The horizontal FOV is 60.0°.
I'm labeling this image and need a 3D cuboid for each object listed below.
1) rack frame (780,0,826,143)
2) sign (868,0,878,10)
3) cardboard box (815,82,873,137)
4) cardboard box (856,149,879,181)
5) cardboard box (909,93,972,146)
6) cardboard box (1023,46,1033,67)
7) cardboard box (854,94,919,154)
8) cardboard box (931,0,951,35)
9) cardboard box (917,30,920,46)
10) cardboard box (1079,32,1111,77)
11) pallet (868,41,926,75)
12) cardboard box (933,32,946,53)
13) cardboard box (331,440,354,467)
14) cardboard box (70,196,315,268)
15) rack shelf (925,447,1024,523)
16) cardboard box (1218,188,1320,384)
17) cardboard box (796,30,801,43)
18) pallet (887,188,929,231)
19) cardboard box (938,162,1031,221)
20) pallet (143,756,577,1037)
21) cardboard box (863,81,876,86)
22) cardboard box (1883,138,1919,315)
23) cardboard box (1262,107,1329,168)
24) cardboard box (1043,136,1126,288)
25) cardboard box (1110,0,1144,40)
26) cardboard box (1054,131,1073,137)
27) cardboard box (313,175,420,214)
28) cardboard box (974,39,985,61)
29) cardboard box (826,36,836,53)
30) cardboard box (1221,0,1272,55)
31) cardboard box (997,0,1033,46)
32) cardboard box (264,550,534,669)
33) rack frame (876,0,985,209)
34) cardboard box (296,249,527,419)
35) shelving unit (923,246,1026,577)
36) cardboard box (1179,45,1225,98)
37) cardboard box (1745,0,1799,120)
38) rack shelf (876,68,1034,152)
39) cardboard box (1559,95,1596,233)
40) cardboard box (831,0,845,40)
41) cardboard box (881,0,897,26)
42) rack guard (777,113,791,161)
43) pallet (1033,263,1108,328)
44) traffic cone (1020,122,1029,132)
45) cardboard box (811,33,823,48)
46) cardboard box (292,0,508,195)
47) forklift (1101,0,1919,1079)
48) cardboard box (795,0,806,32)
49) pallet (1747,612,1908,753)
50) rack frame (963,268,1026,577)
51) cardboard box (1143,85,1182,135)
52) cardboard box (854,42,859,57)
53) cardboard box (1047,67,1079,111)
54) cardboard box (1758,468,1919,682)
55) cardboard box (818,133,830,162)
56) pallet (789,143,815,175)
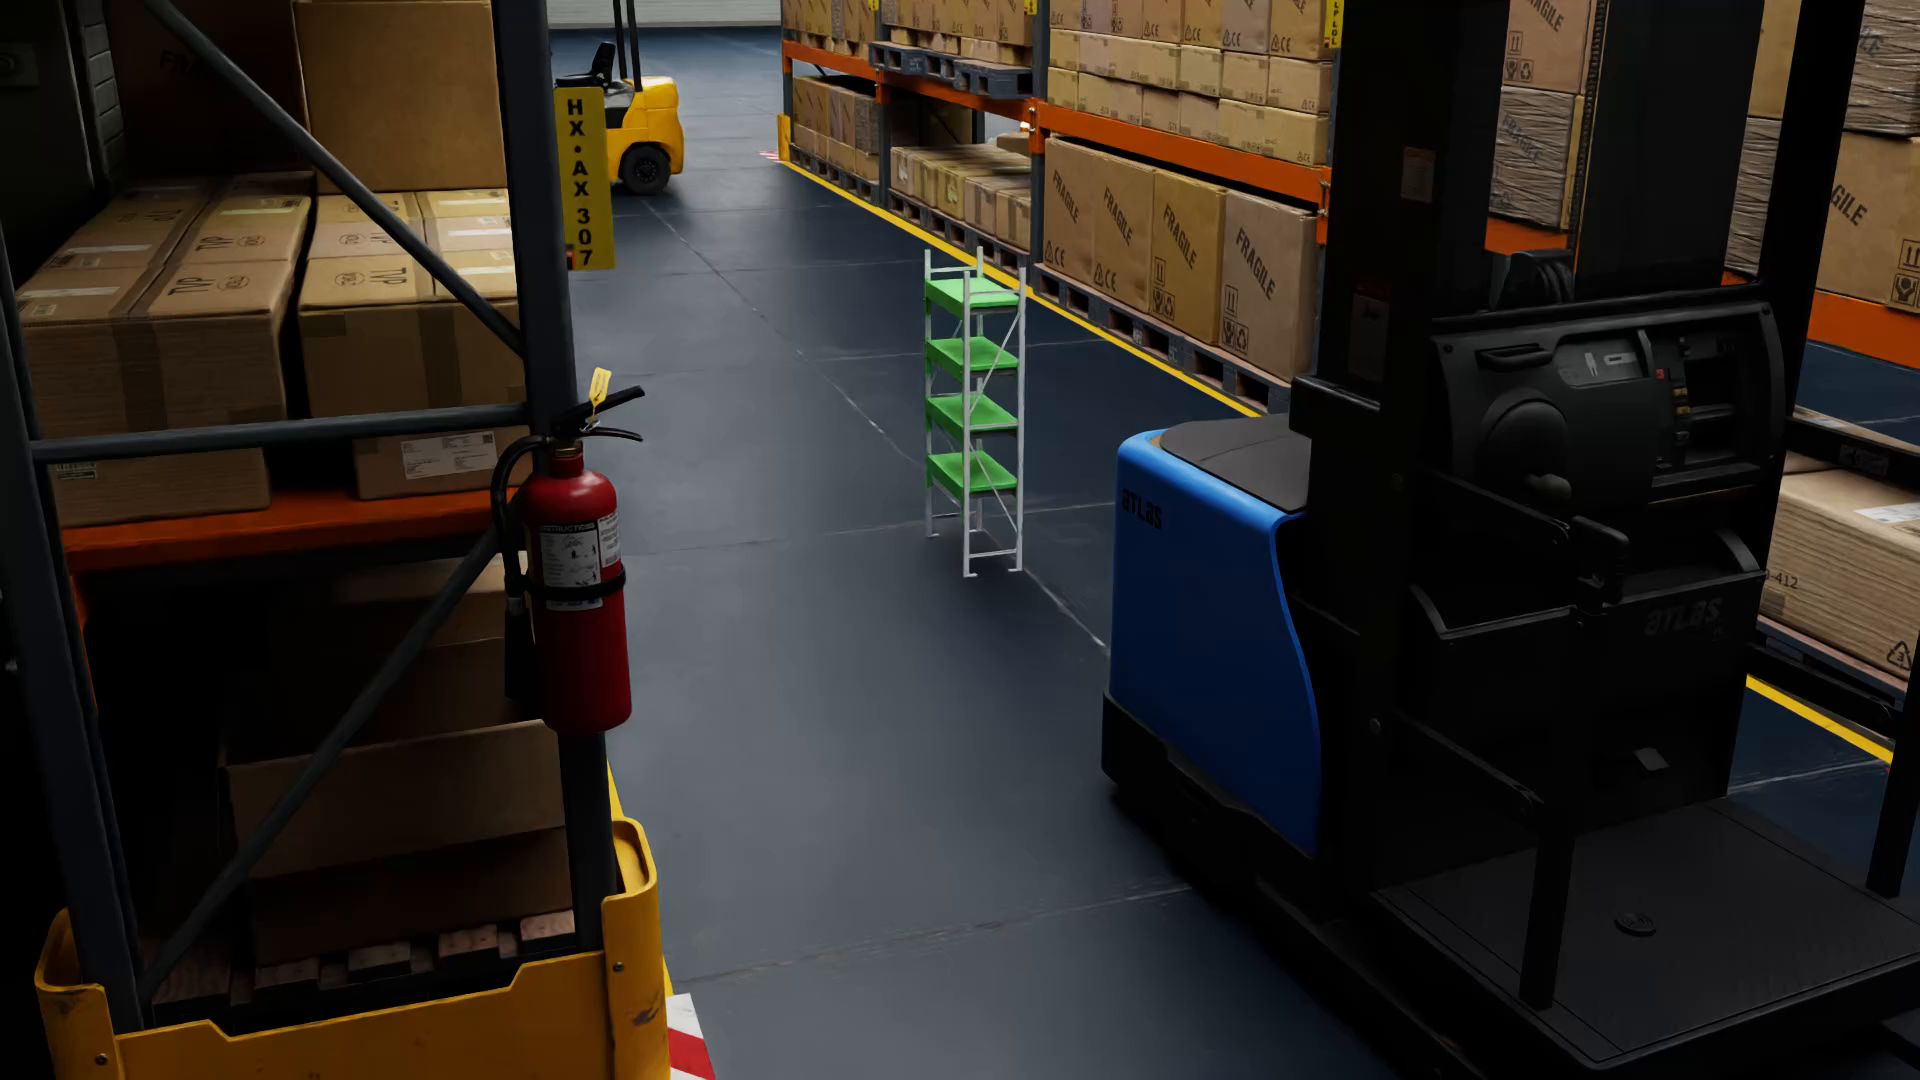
[{"bbox_3d":[-1.519,-5.850,18.767,1.000,3.000,0.127,-6,21,-17],"label":"rack frame"},{"bbox_3d":[-0.774,-4.914,14.880,0.100,0.325,0.005,-6,21,-17],"label":"sign"},{"bbox_3d":[-1.202,-4.482,17.294,0.500,0.500,0.500,-6,21,-16],"label":"cardboard box"},{"bbox_3d":[-0.703,-3.631,16.036,0.500,0.250,0.500,-5,20,-15],"label":"cardboard box"},{"bbox_3d":[-0.191,-4.041,16.067,0.500,0.500,0.500,-5,20,-15],"label":"cardboard box"},{"bbox_3d":[0.669,-3.443,11.814,0.380,0.149,0.250,-6,21,-15],"label":"cardboard box"},{"bbox_3d":[-0.702,-3.985,15.910,0.500,0.500,0.500,-7,21,-18],"label":"cardboard box"},{"bbox_3d":[0.085,-4.286,13.202,0.500,0.500,0.500,-7,21,-19],"label":"cardboard box"},{"bbox_3d":[-0.156,-4.271,14.121,0.380,0.149,0.250,-5,20,-14],"label":"cardboard box"},{"bbox_3d":[1.082,-3.093,10.572,0.500,0.250,0.500,-6,21,-16],"label":"cardboard box"},{"bbox_3d":[-0.160,-4.216,14.500,1.003,0.211,1.213,-6,21,-17],"label":"pallet"},{"bbox_3d":[-0.005,-4.014,13.405,0.380,0.149,0.250,-6,20,-15],"label":"cardboard box"},{"bbox_3d":[-1.168,-0.280,3.631,0.380,0.149,0.250,-6,21,-16],"label":"cardboard box"},{"bbox_3d":[-1.910,-0.701,4.213,0.500,0.250,0.500,-6,21,-15],"label":"cardboard box"},{"bbox_3d":[0.052,-0.226,6.669,0.258,0.148,0.480,-6,21,-17],"label":"rack shelf"},{"bbox_3d":[1.982,-1.388,8.864,0.875,0.875,0.875,-6,21,-16],"label":"cardboard box"},{"bbox_3d":[-1.609,-5.601,18.445,0.380,0.149,0.250,-6,21,-17],"label":"cardboard box"},{"bbox_3d":[-0.016,-3.005,14.969,1.003,0.211,1.213,-6,21,-17],"label":"pallet"},{"bbox_3d":[0.355,-2.906,13.837,0.950,0.372,0.625,-6,21,-15],"label":"cardboard box"},{"bbox_3d":[-1.476,0.845,4.252,1.003,0.211,1.213,-6,21,-17],"label":"pallet"},{"bbox_3d":[-0.700,-4.548,17.477,0.500,0.500,0.500,-7,21,-18],"label":"cardboard box"},{"bbox_3d":[3.107,-0.890,4.808,0.500,0.500,0.500,-6,21,-17],"label":"cardboard box"},{"bbox_3d":[1.872,-2.046,8.397,0.500,0.250,0.500,-7,21,-18],"label":"cardboard box"},{"bbox_3d":[1.134,-2.250,11.266,0.875,0.875,0.875,-7,21,-18],"label":"cardboard box"},{"bbox_3d":[1.231,-3.291,10.013,0.500,0.500,0.500,-6,21,-16],"label":"cardboard box"},{"bbox_3d":[1.437,-4.381,18.369,0.637,0.503,0.797,12,23,30],"label":"cardboard box"},{"bbox_3d":[-1.590,-0.917,4.813,0.500,0.250,0.500,-7,21,-19],"label":"cardboard box"},{"bbox_3d":[0.323,-3.679,12.471,0.380,0.149,0.250,-7,21,-20],"label":"cardboard box"},{"bbox_3d":[-1.142,-5.009,16.796,0.380,0.149,0.250,-6,21,-17],"label":"cardboard box"},{"bbox_3d":[1.704,-2.799,8.645,0.500,0.500,0.500,-6,21,-16],"label":"cardboard box"},{"bbox_3d":[0.589,-3.784,11.805,0.500,0.500,0.500,-7,21,-19],"label":"cardboard box"},{"bbox_3d":[-1.535,0.307,4.702,0.700,0.500,0.500,-6,20,-15],"label":"cardboard box"},{"bbox_3d":[-0.262,-4.567,15.193,1.000,3.000,0.127,-6,21,-17],"label":"rack frame"},{"bbox_3d":[-1.088,-0.431,3.461,0.500,0.250,0.500,-6,21,-17],"label":"cardboard box"},{"bbox_3d":[0.052,-0.512,6.566,0.258,1.200,0.503,-6,21,-17],"label":"shelving unit"},{"bbox_3d":[1.551,-2.605,9.214,0.500,0.250,0.500,-6,21,-16],"label":"cardboard box"},{"bbox_3d":[2.788,-1.686,5.547,0.500,0.500,0.500,-6,21,-17],"label":"cardboard box"},{"bbox_3d":[0.367,-3.586,13.528,1.077,0.370,4.000,-6,21,-17],"label":"rack shelf"},{"bbox_3d":[2.618,-1.381,6.175,0.500,0.500,0.500,-6,21,-16],"label":"cardboard box"},{"bbox_3d":[-0.973,-5.200,16.370,0.500,0.500,0.500,-6,21,-16],"label":"cardboard box"},{"bbox_3d":[-0.387,-4.770,14.551,0.500,0.500,0.500,-6,21,-16],"label":"cardboard box"},{"bbox_3d":[-1.495,-4.650,19.122,1.175,0.500,0.348,-6,21,-17],"label":"rack guard"},{"bbox_3d":[1.172,-1.710,11.364,1.003,0.211,1.213,-6,21,-17],"label":"pallet"},{"bbox_3d":[0.788,-4.883,19.825,0.336,0.463,0.334,-6,21,-17],"label":"traffic cone"},{"bbox_3d":[-1.360,-5.262,17.501,0.380,0.149,0.250,-6,21,-16],"label":"cardboard box"},{"bbox_3d":[-1.560,-1.265,4.674,0.500,0.500,0.500,-6,21,-16],"label":"cardboard box"},{"bbox_3d":[1.480,-0.273,3.342,1.130,2.935,3.031,-9,22,-23],"label":"forklift"},{"bbox_3d":[-1.468,-5.690,17.733,0.500,0.500,0.500,-6,21,-16],"label":"cardboard box"},{"bbox_3d":[3.184,0.348,5.635,1.003,0.211,1.213,-6,21,-17],"label":"pallet"},{"bbox_3d":[0.129,-0.433,6.348,0.240,1.200,0.015,-6,21,-17],"label":"rack frame"},{"bbox_3d":[1.406,-2.539,9.769,0.500,0.250,0.500,-6,21,-17],"label":"cardboard box"},{"bbox_3d":[-0.810,-4.772,16.136,0.380,0.149,0.250,-7,21,-18],"label":"cardboard box"},{"bbox_3d":[0.910,-3.029,11.133,0.500,0.250,0.500,-7,21,-18],"label":"cardboard box"},{"bbox_3d":[3.208,0.091,5.394,0.875,0.438,0.875,-7,21,-19],"label":"cardboard box"},{"bbox_3d":[-1.191,-4.127,17.416,0.500,0.250,0.500,-5,20,-14],"label":"cardboard box"},{"bbox_3d":[-1.273,-4.249,18.434,1.003,0.211,1.213,-6,21,-17],"label":"pallet"}]
